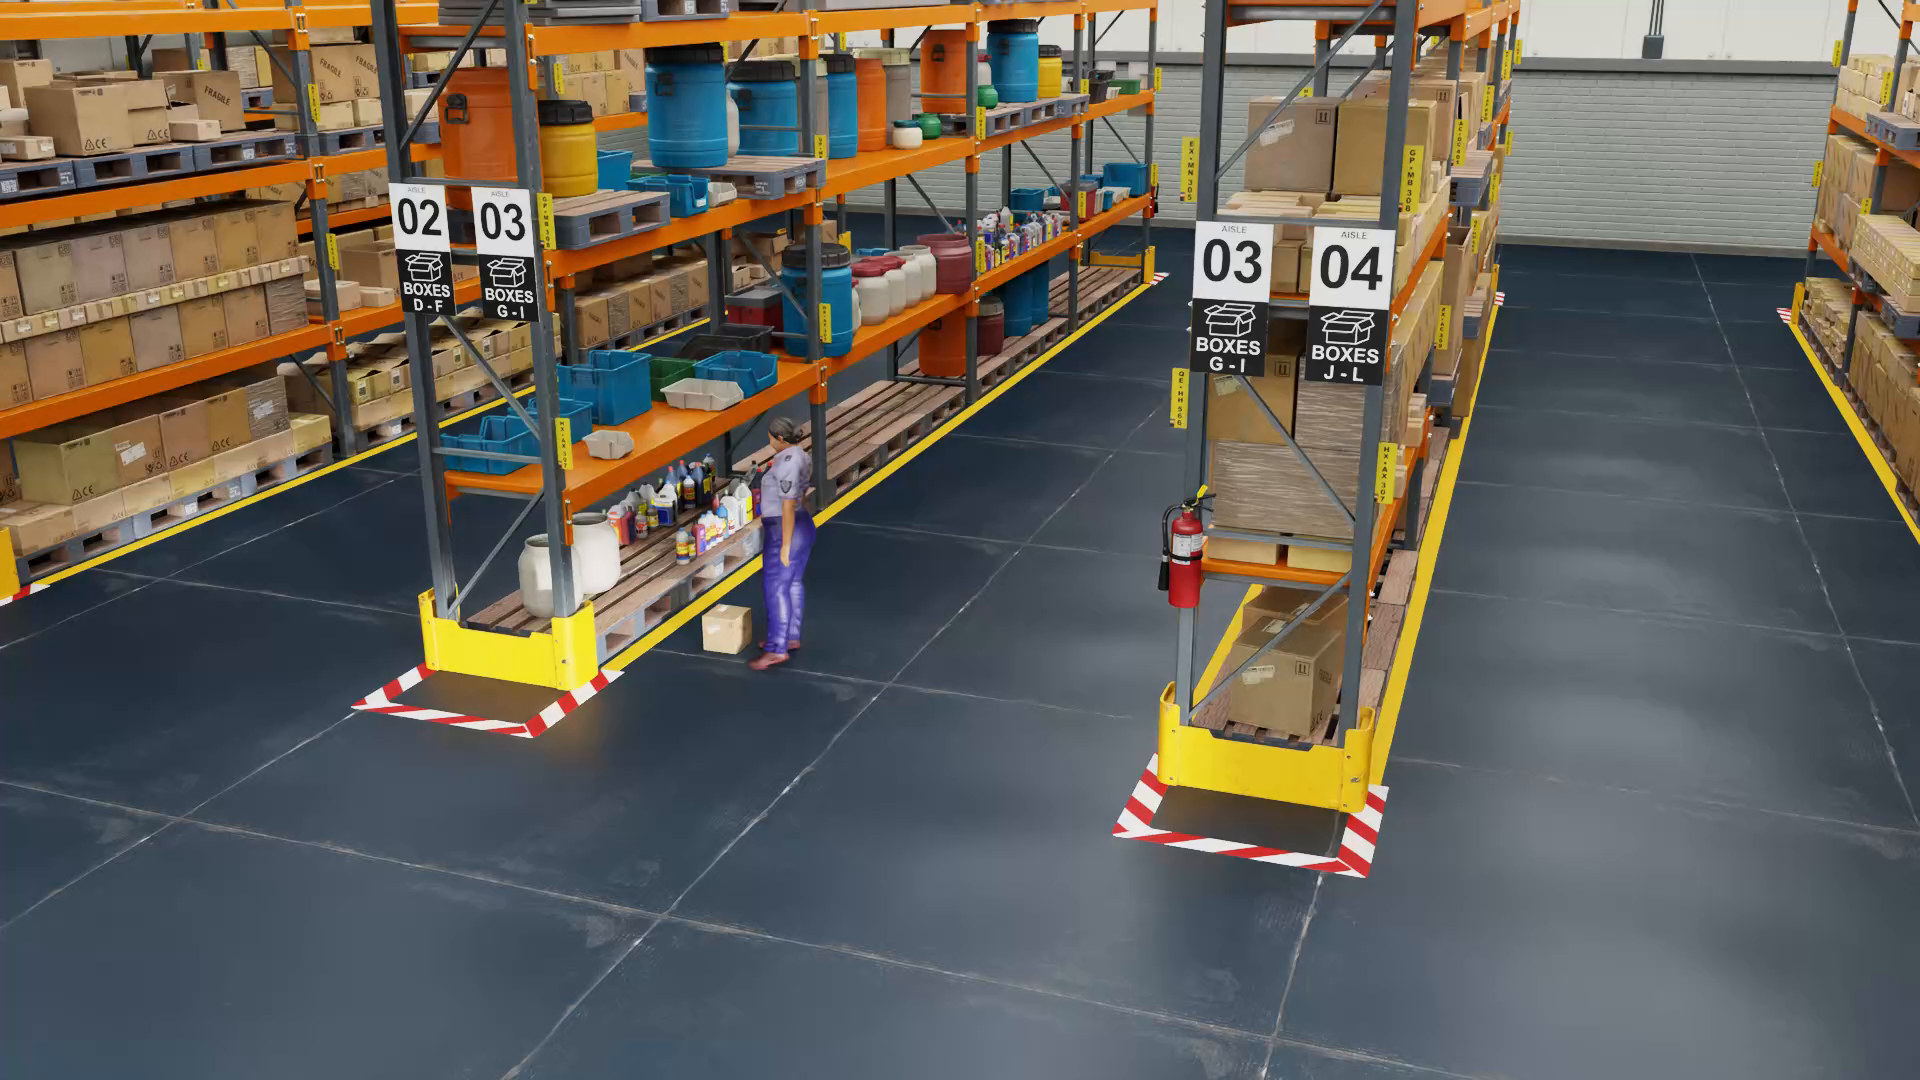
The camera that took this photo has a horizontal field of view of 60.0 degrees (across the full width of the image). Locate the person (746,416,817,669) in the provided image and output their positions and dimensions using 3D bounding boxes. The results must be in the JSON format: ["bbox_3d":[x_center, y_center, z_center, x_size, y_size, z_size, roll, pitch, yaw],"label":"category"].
[{"bbox_3d":[-1.192,0.003,11.068,0.430,1.679,0.547,3,19,10],"label":"person"}]
